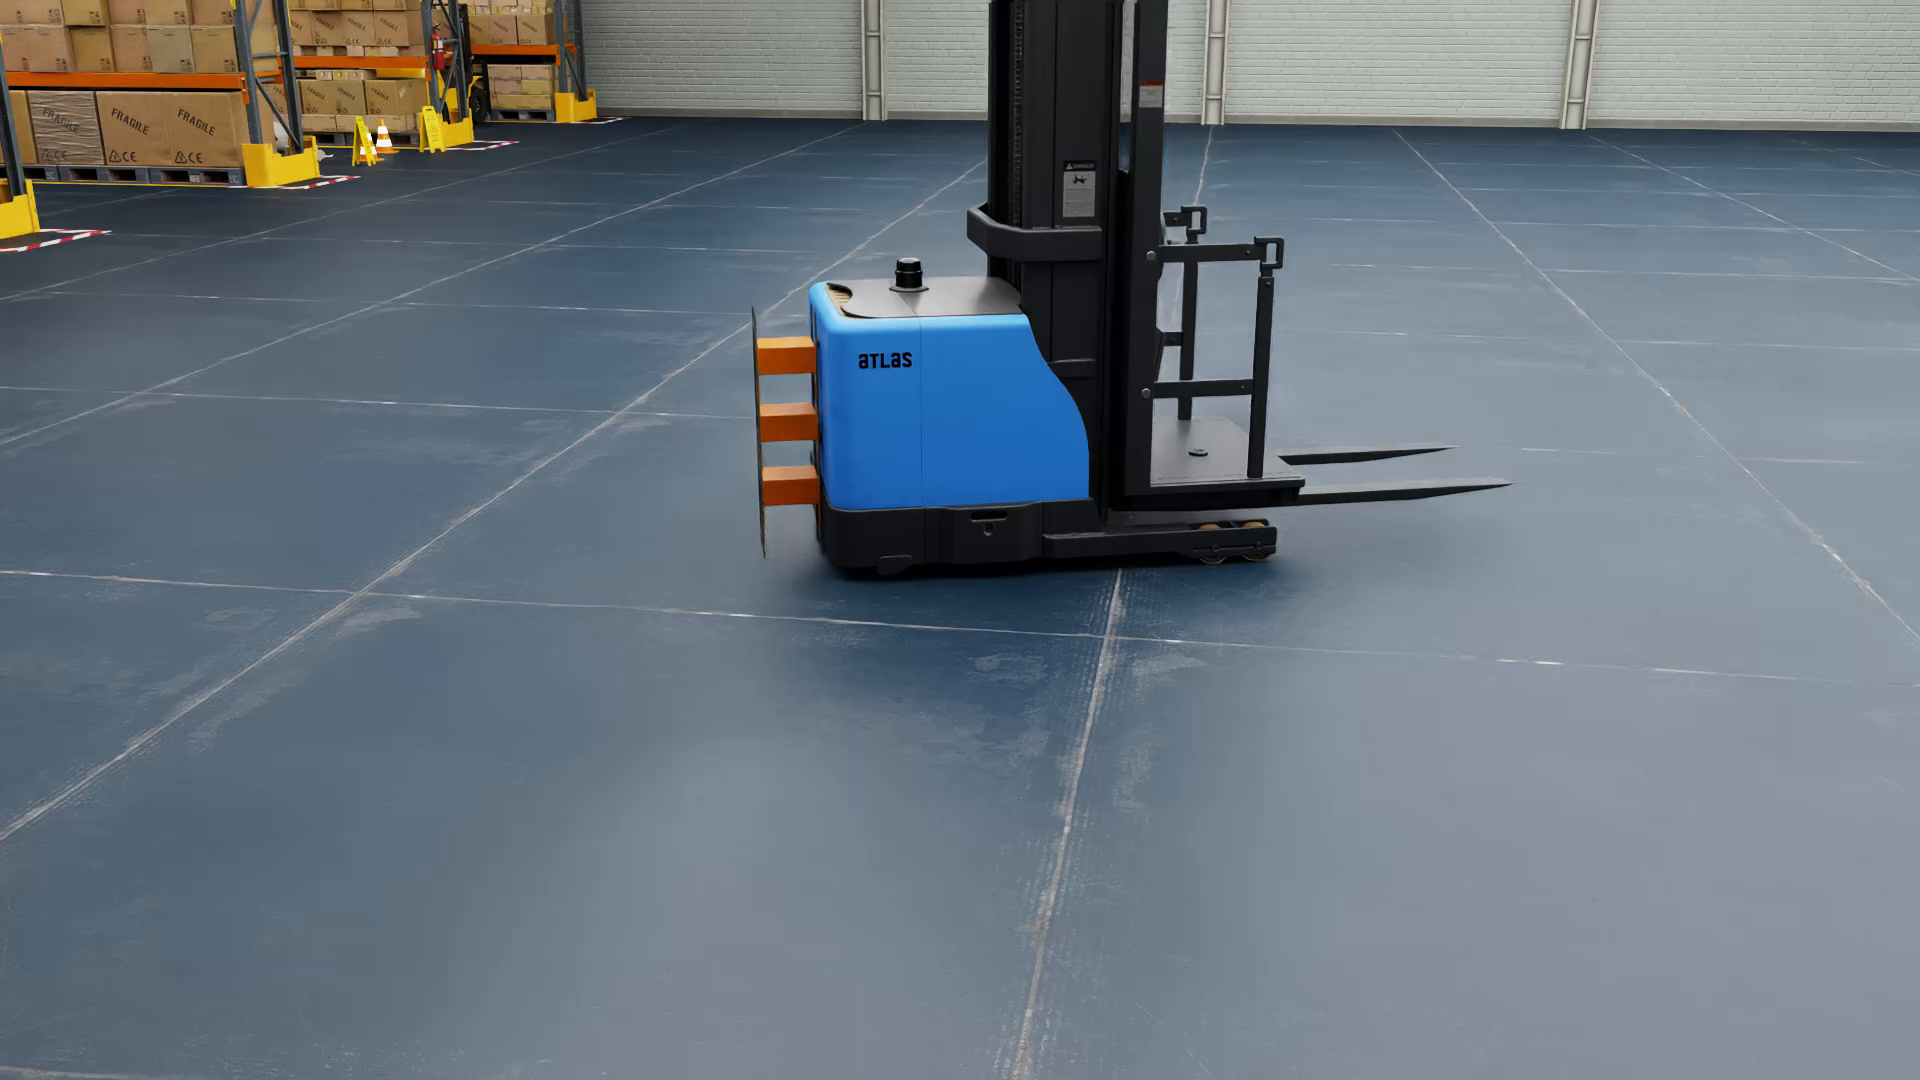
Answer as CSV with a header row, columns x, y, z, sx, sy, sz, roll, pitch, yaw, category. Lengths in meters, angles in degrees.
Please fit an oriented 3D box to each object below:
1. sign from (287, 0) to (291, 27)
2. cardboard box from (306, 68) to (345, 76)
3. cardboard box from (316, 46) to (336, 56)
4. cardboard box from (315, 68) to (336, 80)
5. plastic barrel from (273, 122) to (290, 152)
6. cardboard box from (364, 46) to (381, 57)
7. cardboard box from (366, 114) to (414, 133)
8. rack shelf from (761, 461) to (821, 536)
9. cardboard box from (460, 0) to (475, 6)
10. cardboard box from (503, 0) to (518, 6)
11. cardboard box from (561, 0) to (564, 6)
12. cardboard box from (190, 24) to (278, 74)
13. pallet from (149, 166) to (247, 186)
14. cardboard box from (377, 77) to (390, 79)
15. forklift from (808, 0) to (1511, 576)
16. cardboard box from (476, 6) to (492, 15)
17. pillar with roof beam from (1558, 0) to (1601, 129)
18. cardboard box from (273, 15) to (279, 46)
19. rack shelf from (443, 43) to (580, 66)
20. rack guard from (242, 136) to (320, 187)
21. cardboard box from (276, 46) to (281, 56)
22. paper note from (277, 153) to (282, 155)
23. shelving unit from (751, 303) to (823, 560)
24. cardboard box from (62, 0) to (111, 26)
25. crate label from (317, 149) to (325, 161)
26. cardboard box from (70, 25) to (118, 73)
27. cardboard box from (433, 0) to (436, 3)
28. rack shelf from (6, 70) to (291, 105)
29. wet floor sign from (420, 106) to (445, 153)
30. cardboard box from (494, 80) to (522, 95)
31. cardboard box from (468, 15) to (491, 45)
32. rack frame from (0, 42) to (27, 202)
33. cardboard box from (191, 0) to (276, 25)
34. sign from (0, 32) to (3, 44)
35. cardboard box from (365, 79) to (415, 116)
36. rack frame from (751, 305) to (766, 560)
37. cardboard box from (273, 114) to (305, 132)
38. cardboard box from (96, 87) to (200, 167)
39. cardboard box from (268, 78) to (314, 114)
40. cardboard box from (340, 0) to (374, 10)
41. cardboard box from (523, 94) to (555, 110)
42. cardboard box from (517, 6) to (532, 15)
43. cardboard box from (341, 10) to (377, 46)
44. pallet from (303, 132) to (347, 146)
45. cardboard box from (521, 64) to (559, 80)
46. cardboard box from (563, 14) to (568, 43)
x,y,z,sx,sy,sz,roll,pitch,yaw,category
-8.275,-6.474,20.436,0.005,0.325,0.100,3,19,9,sign
-11.366,-8.261,30.345,0.625,0.625,0.875,4,19,11,cardboard box
-9.360,-7.283,24.740,0.250,0.149,0.380,3,19,8,cardboard box
-9.396,-6.950,24.816,0.250,0.149,0.380,4,19,11,cardboard box
-9.963,-5.816,24.019,0.512,0.421,0.421,-15,24,-38,plastic barrel
-8.604,-7.239,24.606,0.250,0.149,0.380,3,19,8,cardboard box
-8.548,-6.261,24.960,0.500,0.250,0.500,3,19,8,cardboard box
-0.726,-0.179,7.093,0.240,0.259,0.215,-3,19,-9,rack shelf
-8.563,-9.445,29.154,0.250,0.149,0.380,3,19,10,cardboard box
-7.798,-9.419,29.078,0.250,0.149,0.380,3,19,10,cardboard box
-7.197,-9.544,29.450,0.250,0.149,0.380,3,19,8,cardboard box
-8.742,-5.928,20.057,0.550,0.550,0.875,3,19,9,cardboard box
-9.170,-4.546,20.557,1.213,0.211,1.003,3,19,9,pallet
-8.976,-6.812,25.426,0.500,0.500,0.500,2,19,7,cardboard box
0.886,-1.449,7.016,3.031,2.935,1.130,-3,19,-9,forklift
-8.304,-9.299,29.187,0.250,0.149,0.380,2,19,7,cardboard box
9.645,-9.871,22.624,0.400,9.000,9.100,3,19,9,pillar with roof beam
-10.249,-7.641,24.787,0.500,0.500,0.500,3,19,8,cardboard box
-8.874,-8.723,29.780,4.000,0.370,1.077,3,19,9,rack shelf
-8.345,-4.666,20.460,0.348,0.500,1.175,3,19,9,rack guard
-10.111,-7.307,24.810,0.250,0.149,0.380,3,19,9,cardboard box
-9.747,-5.509,23.737,0.142,0.019,0.148,10,21,27,paper note
-0.726,-0.453,7.001,0.252,1.050,0.215,-3,19,-9,shelving unit
-10.362,-6.522,20.130,0.500,0.550,0.875,3,19,9,cardboard box
-8.939,-5.324,22.998,0.298,0.136,0.250,-7,20,-20,crate label
-10.351,-6.030,20.362,0.500,0.550,0.875,3,19,9,cardboard box
-9.297,-9.512,29.356,0.250,0.149,0.380,3,19,8,cardboard box
-10.343,-5.612,20.482,4.000,0.370,1.077,3,19,9,rack shelf
-7.665,-5.947,24.060,0.232,0.644,0.267,10,21,27,wet floor sign
-7.923,-8.051,29.522,0.500,0.250,0.500,3,19,8,cardboard box
-8.444,-9.008,29.341,0.500,0.500,0.500,3,19,8,cardboard box
-9.255,-4.304,15.438,0.127,3.000,1.000,3,19,9,rack frame
-8.729,-6.467,19.964,0.550,0.550,0.875,3,19,9,cardboard box
-9.169,-4.884,15.809,0.005,0.325,0.100,3,19,9,sign
-8.516,-6.618,24.844,0.500,0.500,0.500,3,19,9,cardboard box
-0.846,-0.446,6.982,0.008,1.050,0.200,-3,19,-9,rack frame
-10.040,-6.341,25.200,0.500,0.250,0.500,3,19,8,cardboard box
-9.918,-5.101,20.508,0.875,0.875,0.875,3,19,8,cardboard box
-10.051,-6.696,25.079,0.500,0.500,0.500,4,19,12,cardboard box
-8.721,-8.056,24.451,0.500,0.500,0.700,3,19,9,cardboard box
-7.414,-7.784,29.510,0.500,0.250,0.500,3,19,9,cardboard box
-7.543,-9.252,29.047,0.250,0.149,0.380,3,19,10,cardboard box
-8.756,-7.565,24.557,0.500,0.500,0.500,3,19,9,cardboard box
-9.756,-6.204,25.512,1.213,0.211,1.003,3,19,9,pallet
-7.404,-8.258,29.354,0.500,0.250,0.500,4,19,10,cardboard box
-7.345,-9.123,29.684,0.500,0.500,0.500,4,19,10,cardboard box
